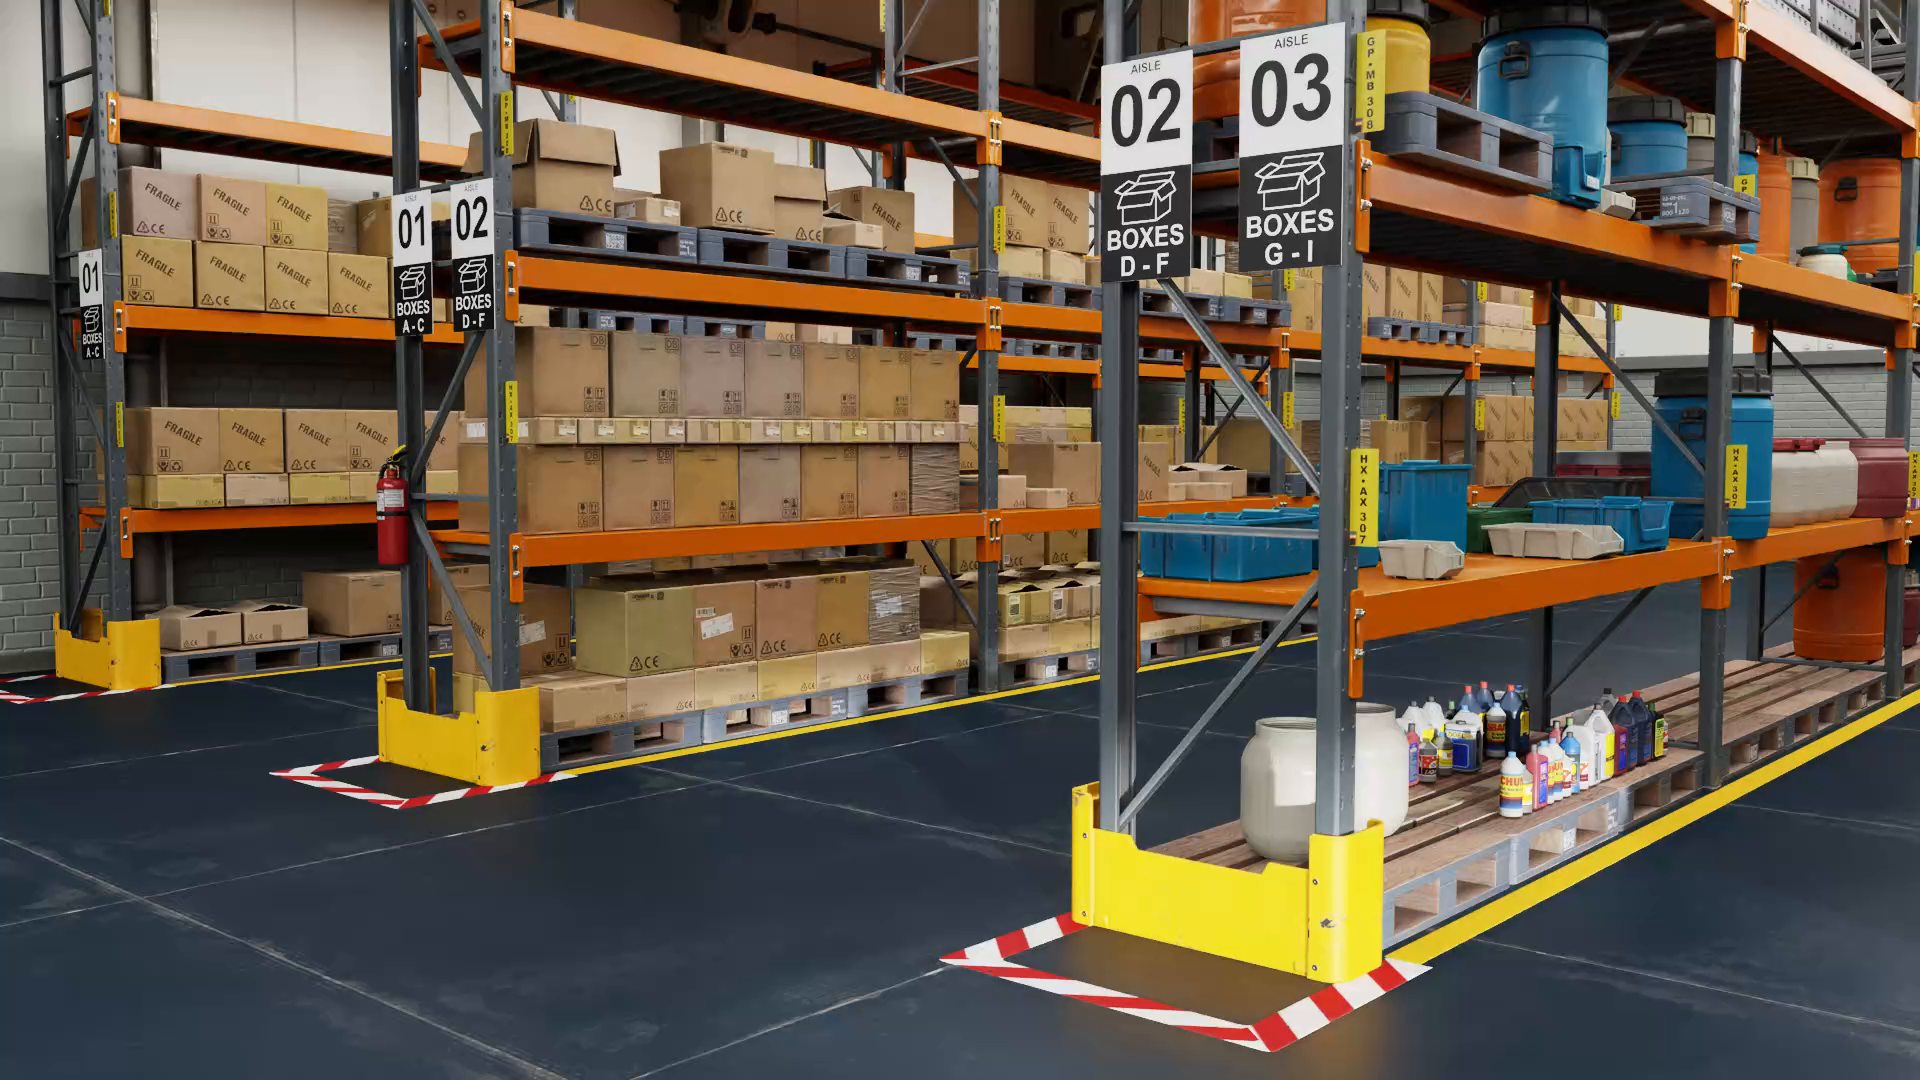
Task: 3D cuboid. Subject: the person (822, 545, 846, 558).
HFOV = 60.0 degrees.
[{"bbox_3d":[-1.264,-0.058,16.474,0.394,1.770,0.554,-1,4,-9],"label":"person"}]
